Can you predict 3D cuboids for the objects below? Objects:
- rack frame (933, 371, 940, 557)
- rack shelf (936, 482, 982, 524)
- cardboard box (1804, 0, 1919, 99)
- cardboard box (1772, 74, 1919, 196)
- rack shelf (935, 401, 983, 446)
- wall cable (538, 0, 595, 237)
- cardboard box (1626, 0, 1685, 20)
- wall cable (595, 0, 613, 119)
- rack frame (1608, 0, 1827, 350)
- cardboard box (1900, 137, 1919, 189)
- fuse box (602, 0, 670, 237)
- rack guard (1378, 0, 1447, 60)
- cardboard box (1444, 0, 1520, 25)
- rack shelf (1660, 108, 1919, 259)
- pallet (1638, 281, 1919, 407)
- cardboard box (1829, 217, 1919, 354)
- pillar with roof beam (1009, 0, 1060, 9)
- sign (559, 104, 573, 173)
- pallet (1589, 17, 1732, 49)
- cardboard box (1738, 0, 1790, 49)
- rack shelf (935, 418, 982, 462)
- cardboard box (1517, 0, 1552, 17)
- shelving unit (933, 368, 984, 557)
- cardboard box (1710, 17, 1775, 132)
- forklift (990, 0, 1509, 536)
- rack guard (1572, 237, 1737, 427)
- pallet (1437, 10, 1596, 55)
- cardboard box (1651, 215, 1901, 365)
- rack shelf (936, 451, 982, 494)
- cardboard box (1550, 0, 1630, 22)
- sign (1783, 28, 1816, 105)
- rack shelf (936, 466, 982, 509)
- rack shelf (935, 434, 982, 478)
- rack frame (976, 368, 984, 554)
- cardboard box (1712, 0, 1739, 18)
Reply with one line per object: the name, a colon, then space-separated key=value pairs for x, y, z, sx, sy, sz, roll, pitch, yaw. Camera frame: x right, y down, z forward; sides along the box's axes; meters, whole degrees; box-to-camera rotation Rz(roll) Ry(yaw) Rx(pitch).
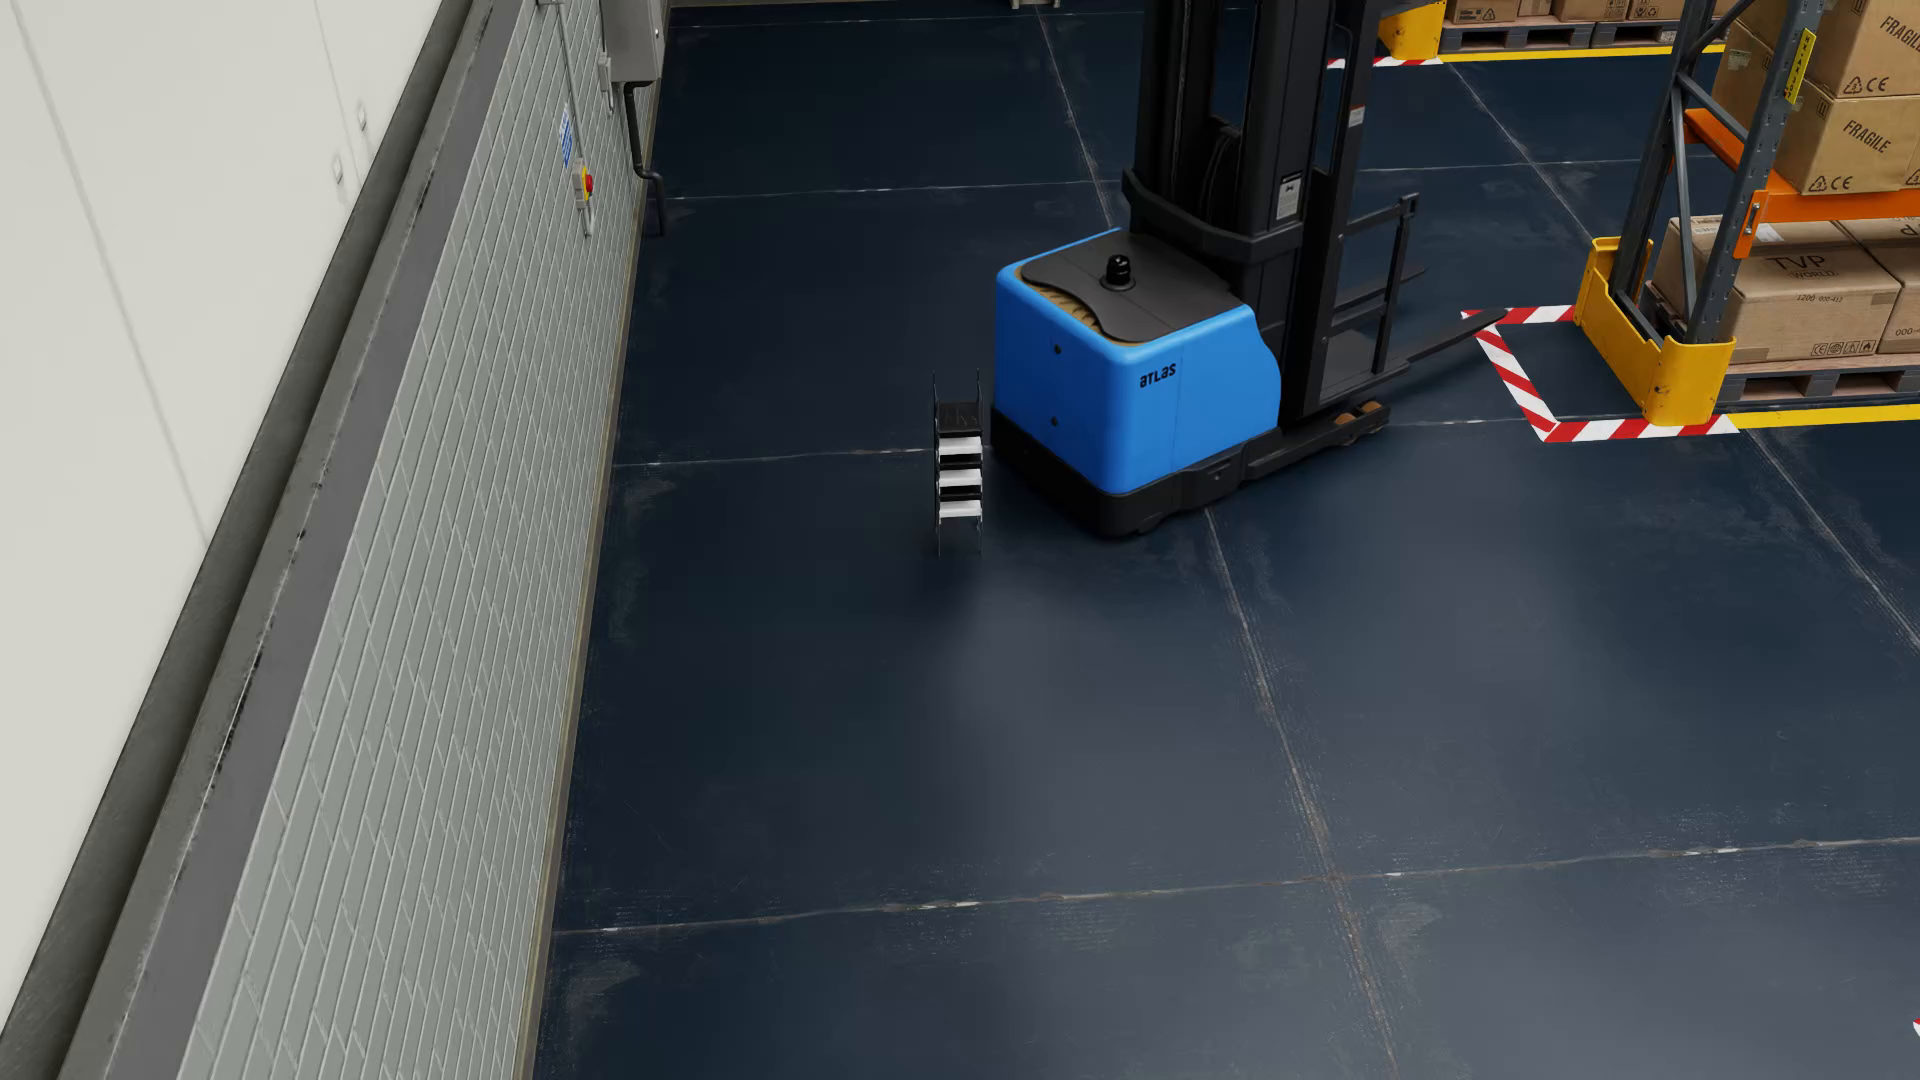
rack frame: x=-0.109 y=-0.347 z=7.786 sx=0.006 sy=0.900 sz=0.240 roll=-3 pitch=38 yaw=-4
rack shelf: x=-0.008 y=-0.185 z=7.925 sx=0.200 sy=0.077 sz=0.258 roll=-3 pitch=38 yaw=-4
cardboard box: x=4.318 y=-2.430 z=7.842 sx=0.500 sy=0.500 sz=0.500 roll=-4 pitch=38 yaw=-5
cardboard box: x=4.319 y=-2.036 z=8.150 sx=0.500 sy=0.500 sz=0.500 roll=-3 pitch=38 yaw=-4
rack shelf: x=-0.008 y=-0.539 z=7.646 sx=0.200 sy=0.077 sz=0.258 roll=-3 pitch=38 yaw=-4
wall cable: x=-1.799 y=-2.235 z=7.637 sx=0.123 sy=1.953 sz=0.585 roll=-3 pitch=38 yaw=-4
cardboard box: x=5.380 y=-4.358 z=12.853 sx=0.500 sy=0.500 sz=0.500 roll=-2 pitch=38 yaw=-3
wall cable: x=-1.937 y=-3.097 z=8.755 sx=0.122 sy=1.984 sz=0.588 roll=-3 pitch=38 yaw=-4
rack frame: x=3.815 y=-2.147 z=8.372 sx=0.127 sy=3.000 sz=1.000 roll=-3 pitch=38 yaw=-4
cardboard box: x=4.820 y=-2.081 z=8.207 sx=0.500 sy=0.500 sz=0.500 roll=-4 pitch=38 yaw=-5
fuse box: x=-1.840 y=-2.622 z=10.013 sx=0.414 sy=1.711 sz=0.539 roll=-3 pitch=38 yaw=-4
rack guard: x=3.447 y=-4.232 z=13.033 sx=0.348 sy=0.500 sz=1.175 roll=-3 pitch=38 yaw=-4
cardboard box: x=3.989 y=-4.370 z=12.865 sx=0.637 sy=0.503 sz=0.797 roll=-5 pitch=39 yaw=-6
rack shelf: x=5.807 y=-1.975 z=8.734 sx=4.000 sy=0.370 sz=1.077 roll=-3 pitch=38 yaw=-4
pallet: x=4.605 y=-1.145 z=9.352 sx=1.213 sy=0.211 sz=1.003 roll=-3 pitch=38 yaw=-4
cardboard box: x=5.375 y=-1.460 z=9.230 sx=0.875 sy=0.438 sz=0.875 roll=-2 pitch=38 yaw=-3
pillar with roof beam: x=0.988 y=-5.317 z=7.546 sx=0.400 sy=9.000 sz=9.100 roll=-3 pitch=38 yaw=-4
sign: x=-1.856 y=-1.896 z=7.836 sx=0.001 sy=0.218 sz=0.327 roll=-3 pitch=38 yaw=-4
pallet: x=5.454 y=-4.228 z=13.261 sx=1.213 sy=0.211 sz=1.003 roll=-3 pitch=38 yaw=-4
cardboard box: x=4.274 y=-2.752 z=8.251 sx=0.500 sy=0.500 sz=0.500 roll=-2 pitch=38 yaw=-2
rack shelf: x=-0.008 y=-0.468 z=7.702 sx=0.200 sy=0.077 sz=0.258 roll=-3 pitch=38 yaw=-4
cardboard box: x=4.416 y=-4.230 z=12.974 sx=0.250 sy=0.149 sz=0.380 roll=-5 pitch=39 yaw=-6
shelving unit: x=-0.008 y=-0.353 z=7.793 sx=0.210 sy=0.900 sz=0.258 roll=-3 pitch=38 yaw=-4
cardboard box: x=4.272 y=-2.376 z=8.581 sx=0.500 sy=0.500 sz=0.500 roll=-3 pitch=38 yaw=-4
forklift: x=1.655 y=-1.891 z=8.102 sx=3.031 sy=2.935 sz=1.130 roll=-23 pitch=44 yaw=-27
rack guard: x=3.791 y=-1.165 z=9.144 sx=0.348 sy=0.500 sz=1.175 roll=-3 pitch=38 yaw=-4
pallet: x=4.242 y=-4.163 z=13.178 sx=1.213 sy=0.211 sz=1.003 roll=-3 pitch=38 yaw=-4
cardboard box: x=4.464 y=-1.404 z=9.160 sx=0.875 sy=0.438 sz=0.875 roll=-4 pitch=38 yaw=-6
rack shelf: x=-0.008 y=-0.327 z=7.813 sx=0.200 sy=0.077 sz=0.258 roll=-3 pitch=38 yaw=-4
cardboard box: x=4.844 y=-4.391 z=12.895 sx=0.500 sy=0.500 sz=0.700 roll=-2 pitch=38 yaw=-2
sign: x=3.858 y=-2.176 z=7.645 sx=0.005 sy=0.325 sz=0.100 roll=-3 pitch=38 yaw=-4
rack shelf: x=-0.008 y=-0.256 z=7.869 sx=0.200 sy=0.077 sz=0.258 roll=-3 pitch=38 yaw=-4
rack shelf: x=-0.008 y=-0.397 z=7.758 sx=0.200 sy=0.077 sz=0.258 roll=-3 pitch=38 yaw=-4
rack frame: x=0.093 y=-0.358 z=7.800 sx=0.006 sy=0.900 sz=0.240 roll=-3 pitch=38 yaw=-4
cardboard box: x=5.878 y=-4.448 z=12.967 sx=0.500 sy=0.500 sz=0.700 roll=-5 pitch=38 yaw=-6
